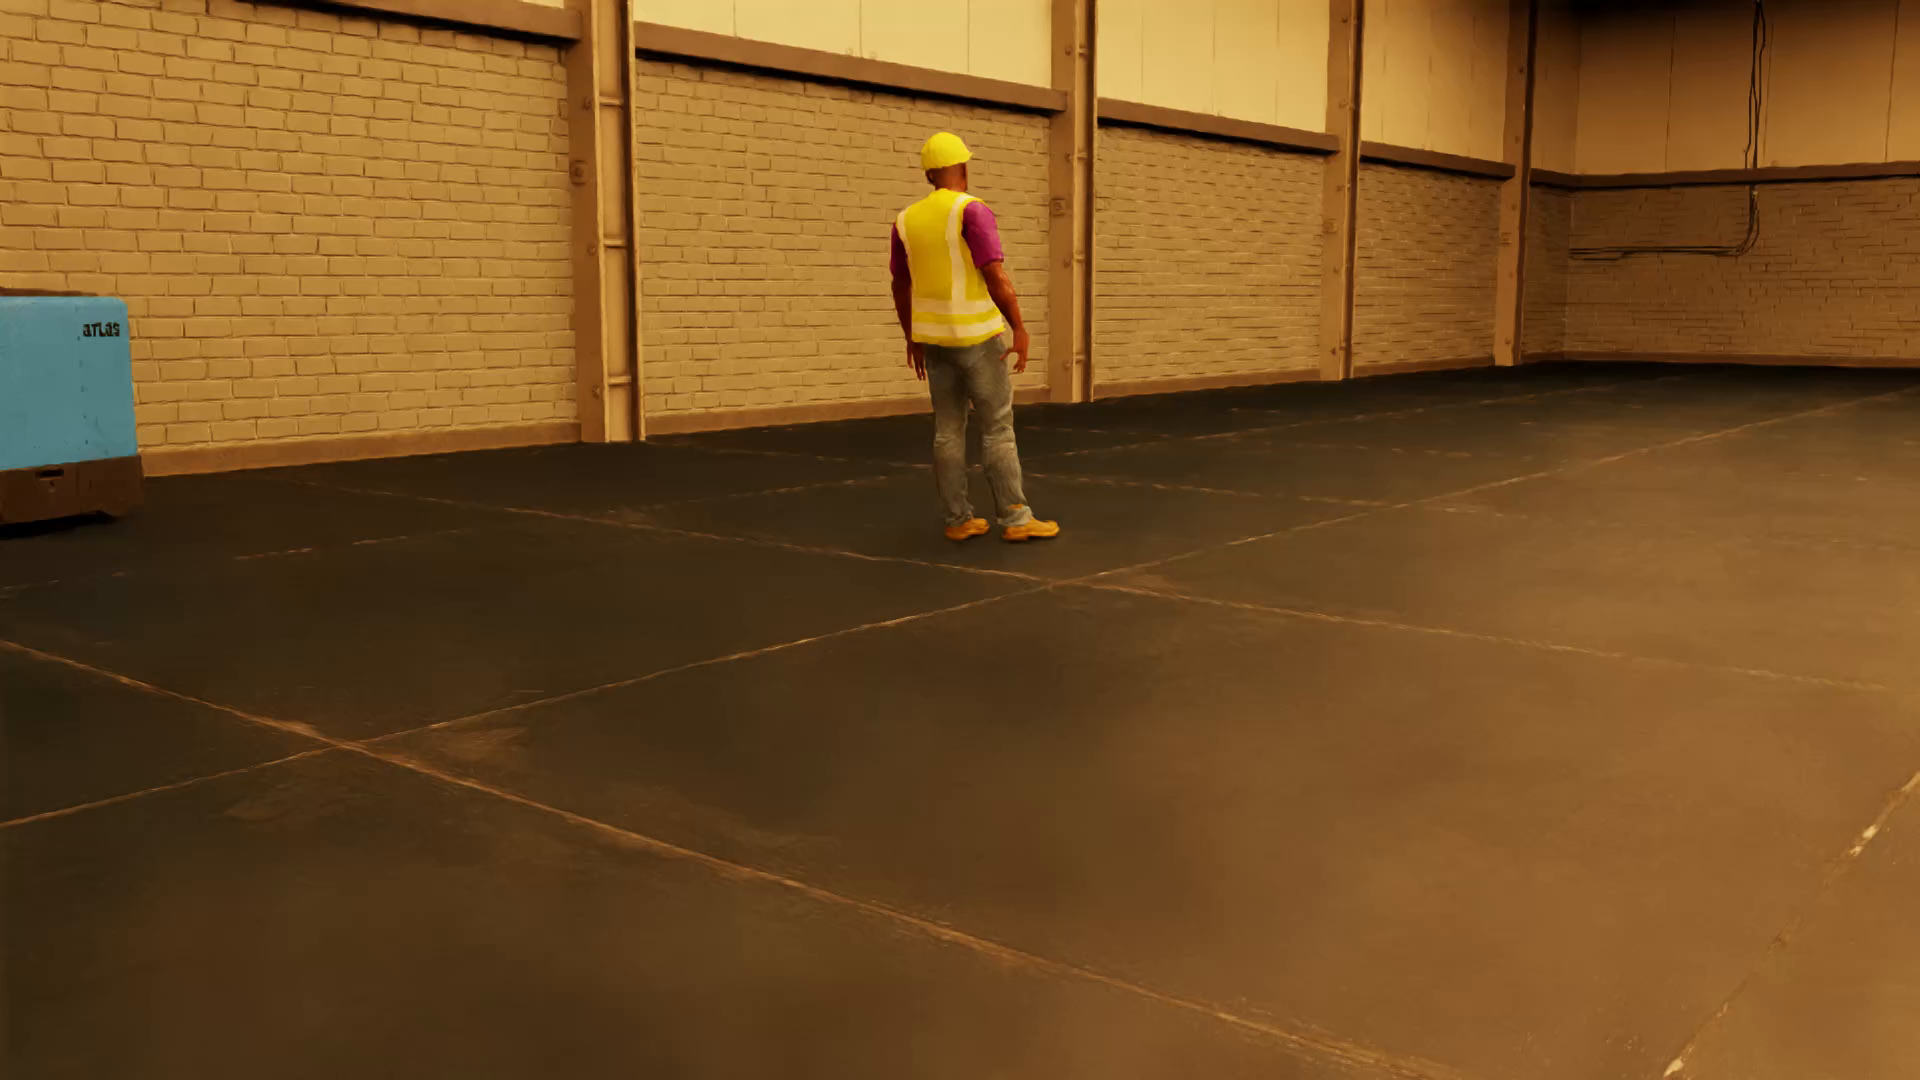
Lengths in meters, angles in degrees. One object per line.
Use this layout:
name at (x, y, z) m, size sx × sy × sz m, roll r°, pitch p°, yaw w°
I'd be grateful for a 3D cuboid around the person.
person at (0.048, -0.888, 7.326) m, size 0.665 × 1.766 × 0.576 m, roll 7°, pitch 11°, yaw 38°

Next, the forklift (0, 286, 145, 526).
forklift at (-4.945, -1.382, 6.723) m, size 1.130 × 2.935 × 3.031 m, roll 3°, pitch 9°, yaw 19°
